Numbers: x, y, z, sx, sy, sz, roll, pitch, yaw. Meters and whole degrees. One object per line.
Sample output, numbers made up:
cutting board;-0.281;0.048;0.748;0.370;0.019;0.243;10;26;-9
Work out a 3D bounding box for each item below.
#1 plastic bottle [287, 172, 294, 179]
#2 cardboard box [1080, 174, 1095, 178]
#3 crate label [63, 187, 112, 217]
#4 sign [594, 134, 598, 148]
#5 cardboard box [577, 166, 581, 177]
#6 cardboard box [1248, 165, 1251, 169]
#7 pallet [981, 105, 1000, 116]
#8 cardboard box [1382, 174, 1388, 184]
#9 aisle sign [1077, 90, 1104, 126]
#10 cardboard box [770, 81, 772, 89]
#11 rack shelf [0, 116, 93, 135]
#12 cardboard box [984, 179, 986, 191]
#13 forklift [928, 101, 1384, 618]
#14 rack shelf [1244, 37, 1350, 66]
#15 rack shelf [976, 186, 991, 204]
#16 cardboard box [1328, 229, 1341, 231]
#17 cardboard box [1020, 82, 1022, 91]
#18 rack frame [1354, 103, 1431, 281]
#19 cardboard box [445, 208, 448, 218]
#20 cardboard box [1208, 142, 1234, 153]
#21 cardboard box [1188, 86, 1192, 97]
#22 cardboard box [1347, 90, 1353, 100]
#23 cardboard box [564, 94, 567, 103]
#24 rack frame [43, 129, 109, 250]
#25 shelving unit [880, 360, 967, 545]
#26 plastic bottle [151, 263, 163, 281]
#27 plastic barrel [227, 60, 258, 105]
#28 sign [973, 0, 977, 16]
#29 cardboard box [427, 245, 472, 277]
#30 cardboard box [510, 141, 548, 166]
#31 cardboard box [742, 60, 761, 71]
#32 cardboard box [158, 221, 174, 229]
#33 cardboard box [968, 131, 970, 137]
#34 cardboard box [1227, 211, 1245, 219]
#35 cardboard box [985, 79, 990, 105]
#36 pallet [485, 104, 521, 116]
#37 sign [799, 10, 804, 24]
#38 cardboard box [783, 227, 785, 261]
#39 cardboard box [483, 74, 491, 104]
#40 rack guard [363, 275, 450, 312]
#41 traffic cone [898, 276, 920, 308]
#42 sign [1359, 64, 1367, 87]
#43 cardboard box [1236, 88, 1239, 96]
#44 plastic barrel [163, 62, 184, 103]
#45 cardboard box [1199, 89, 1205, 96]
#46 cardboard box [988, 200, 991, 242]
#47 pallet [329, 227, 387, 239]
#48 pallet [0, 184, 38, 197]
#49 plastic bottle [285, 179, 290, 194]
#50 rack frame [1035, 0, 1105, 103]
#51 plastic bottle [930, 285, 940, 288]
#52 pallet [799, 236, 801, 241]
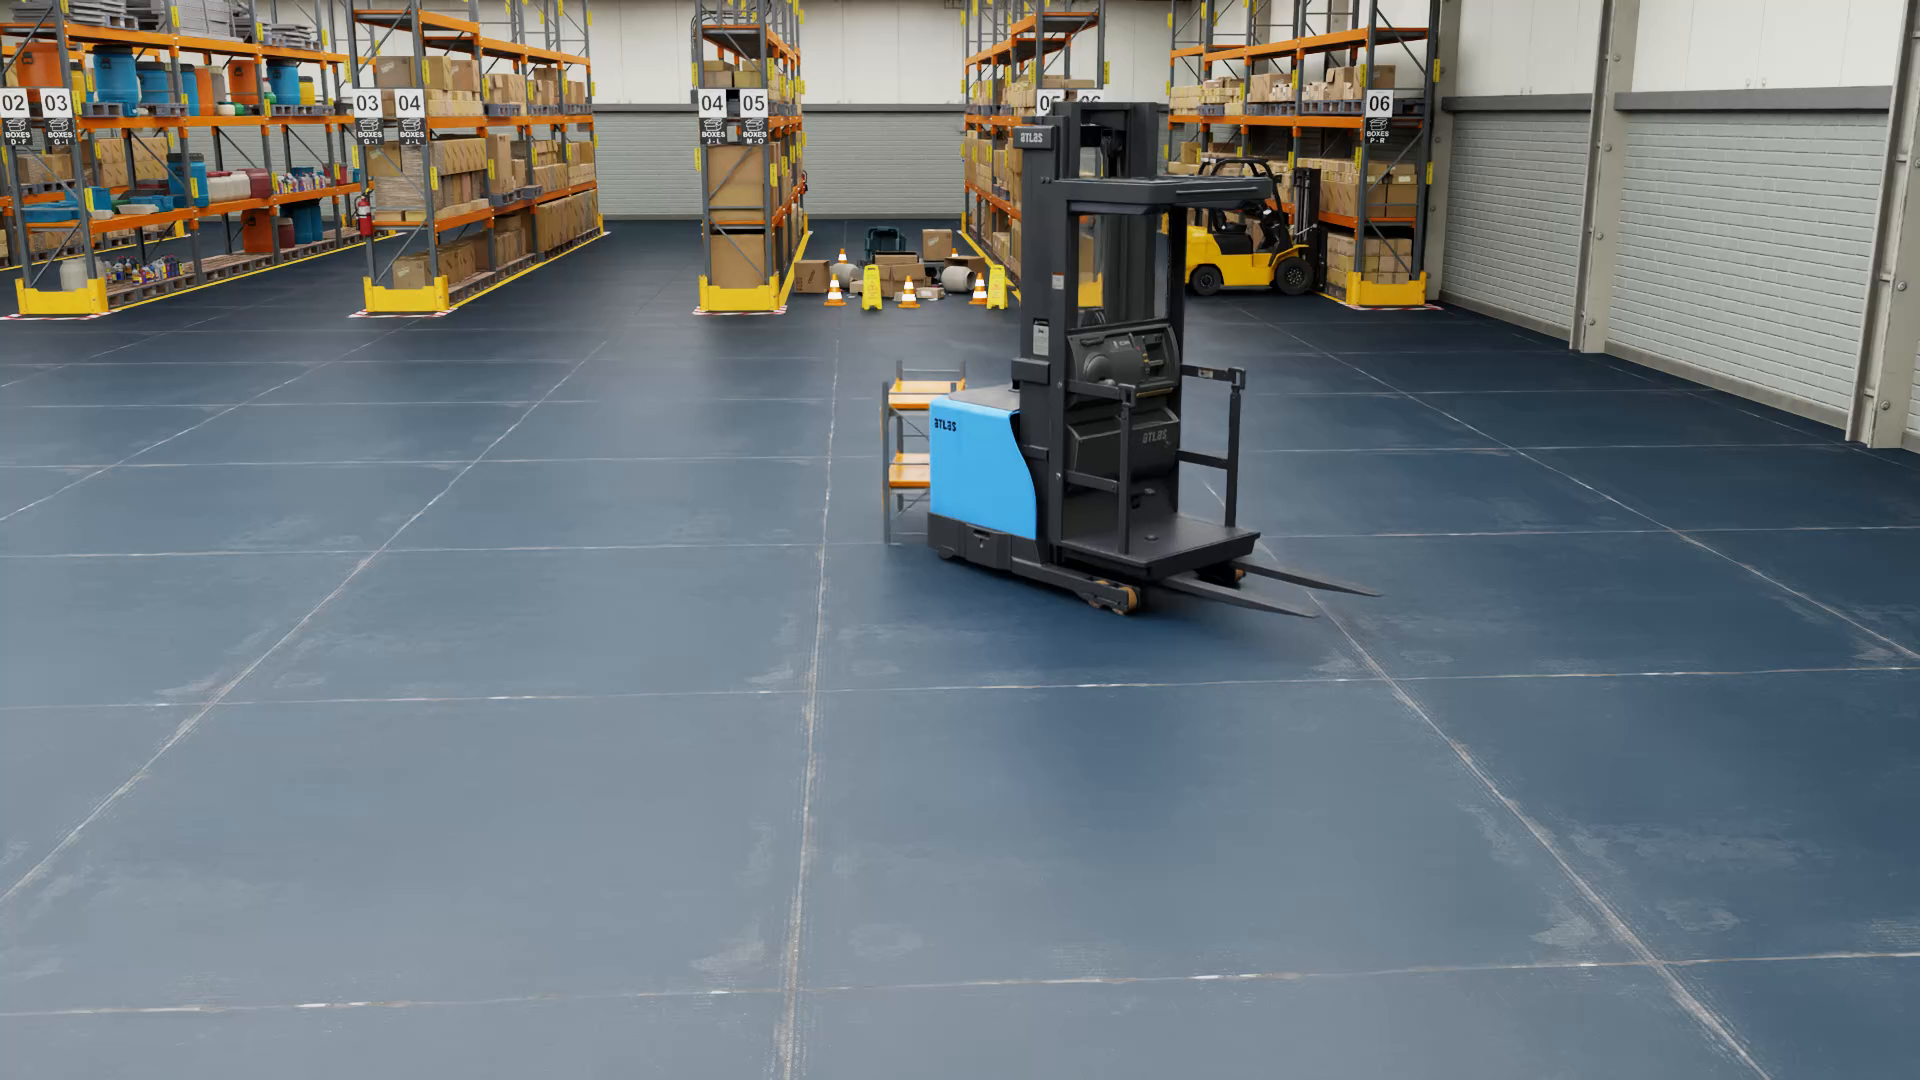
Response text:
plastic bottle;-14.253;-7.663;35.388;0.144;0.351;0.185;-1;14;-3
cardboard box;1.871;-5.349;25.499;0.500;0.500;0.500;-1;14;-4
crate label;-13.595;-5.276;25.940;0.502;0.435;0.616;-1;14;-3
sign;-8.716;-9.541;39.790;0.100;0.325;0.005;-1;14;-3
cardboard box;-8.842;-8.311;37.511;0.500;0.250;0.500;-1;14;-2
cardboard box;5.825;-7.314;32.431;0.380;0.149;0.250;-1;14;-2
pallet;1.035;-8.545;33.075;1.213;0.211;1.003;0;14;-1
cardboard box;6.737;-5.623;25.860;0.380;0.149;0.250;-1;14;-3
aisle sign;1.937;-6.283;24.708;0.394;0.787;0.004;-1;14;-3
cardboard box;-3.117;-6.959;25.195;0.500;0.250;0.500;-1;14;-4
rack shelf;-18.774;-8.321;33.270;1.077;0.370;4.000;-1;14;-3
cardboard box;0.775;-7.326;34.279;0.500;0.250;0.500;-1;14;-4
forklift;1.146;-1.122;10.004;1.130;2.935;3.031;-13;19;-41
rack shelf;6.206;-8.968;30.567;1.077;0.370;4.000;-1;14;-3
rack shelf;1.004;-7.173;34.829;1.077;0.370;4.000;-1;14;-3
cardboard box;6.110;-5.087;27.946;0.500;0.250;0.500;0;14;-2
cardboard box;1.177;-7.406;27.177;0.380;0.149;0.250;-1;14;-5
rack frame;6.578;-5.112;25.375;1.000;3.000;0.127;-1;14;-3
cardboard box;-8.080;-5.021;25.526;0.380;0.149;0.250;-1;14;-3
cardboard box;6.007;-8.906;38.318;0.500;0.500;0.500;-1;14;-5
cardboard box;5.499;-10.237;37.974;0.500;0.250;0.500;-1;14;-2
cardboard box;6.223;-6.896;25.751;0.380;0.149;0.250;-1;14;-5
cardboard box;-9.148;-9.946;36.900;0.700;0.500;0.500;0;14;-1
rack frame;-18.898;-7.714;35.487;1.000;3.000;0.127;-1;14;-3
shelving unit;-0.244;-0.638;11.748;0.538;1.125;1.048;1;14;3
plastic bottle;-13.093;-4.370;27.073;0.152;0.276;0.135;-1;14;-2
plastic barrel;-13.739;-8.800;31.984;0.600;0.830;0.708;-1;14;-3
sign;0.325;-11.451;35.780;0.100;0.325;0.005;-1;14;-3
cardboard box;-8.487;-4.627;27.662;0.500;0.500;0.500;4;15;14
cardboard box;-8.878;-7.916;34.060;0.797;0.503;0.637;0;14;-2
cardboard box;-3.014;-6.990;24.514;0.380;0.149;0.250;-1;14;-3
cardboard box;-18.867;-7.580;39.100;0.500;0.500;0.500;-1;14;-3
cardboard box;0.401;-9.572;39.201;0.380;0.149;0.250;-1;14;-5
cardboard box;5.791;-6.789;34.766;0.380;0.149;0.250;-1;14;-4
cardboard box;0.877;-8.972;33.313;0.700;0.500;0.500;-2;15;-6
pallet;-8.514;-7.651;29.600;1.213;0.211;1.003;-1;14;-3
sign;-3.747;-12.350;39.274;0.100;0.325;0.005;-1;14;-3
cardboard box;-3.743;-5.435;30.301;1.050;0.750;0.750;-1;14;-3
cardboard box;-8.446;-7.701;28.367;0.797;0.503;0.637;-2;15;-6
rack guard;-8.272;-3.690;24.864;1.175;0.500;0.348;-1;14;-3
traffic cone;-0.777;-3.791;25.333;0.336;0.463;0.334;-1;14;-3
sign;6.035;-6.950;24.882;0.100;0.325;0.005;-1;14;-3
cardboard box;5.814;-9.096;33.744;0.380;0.149;0.250;-1;14;-4
plastic barrel;-13.747;-7.781;28.723;0.600;0.901;0.600;0;14;0
cardboard box;5.415;-9.742;36.215;0.380;0.149;0.250;0;14;-2
cardboard box;1.062;-6.816;35.418;0.875;0.875;0.875;0;14;-2
pallet;-14.190;-7.228;39.195;1.003;0.211;1.213;-1;14;-3
pallet;-18.763;-6.794;32.296;1.213;0.211;1.003;-1;14;-3
plastic bottle;-13.416;-7.057;33.169;0.061;0.283;0.133;-1;14;-3
rack frame;1.624;-7.940;24.326;1.000;3.000;0.127;-1;14;-3
plastic bottle;-0.416;-4.256;27.946;0.133;0.061;0.283;2;15;6
pallet;-4.210;-7.038;38.455;1.003;0.211;1.213;-1;14;-3
